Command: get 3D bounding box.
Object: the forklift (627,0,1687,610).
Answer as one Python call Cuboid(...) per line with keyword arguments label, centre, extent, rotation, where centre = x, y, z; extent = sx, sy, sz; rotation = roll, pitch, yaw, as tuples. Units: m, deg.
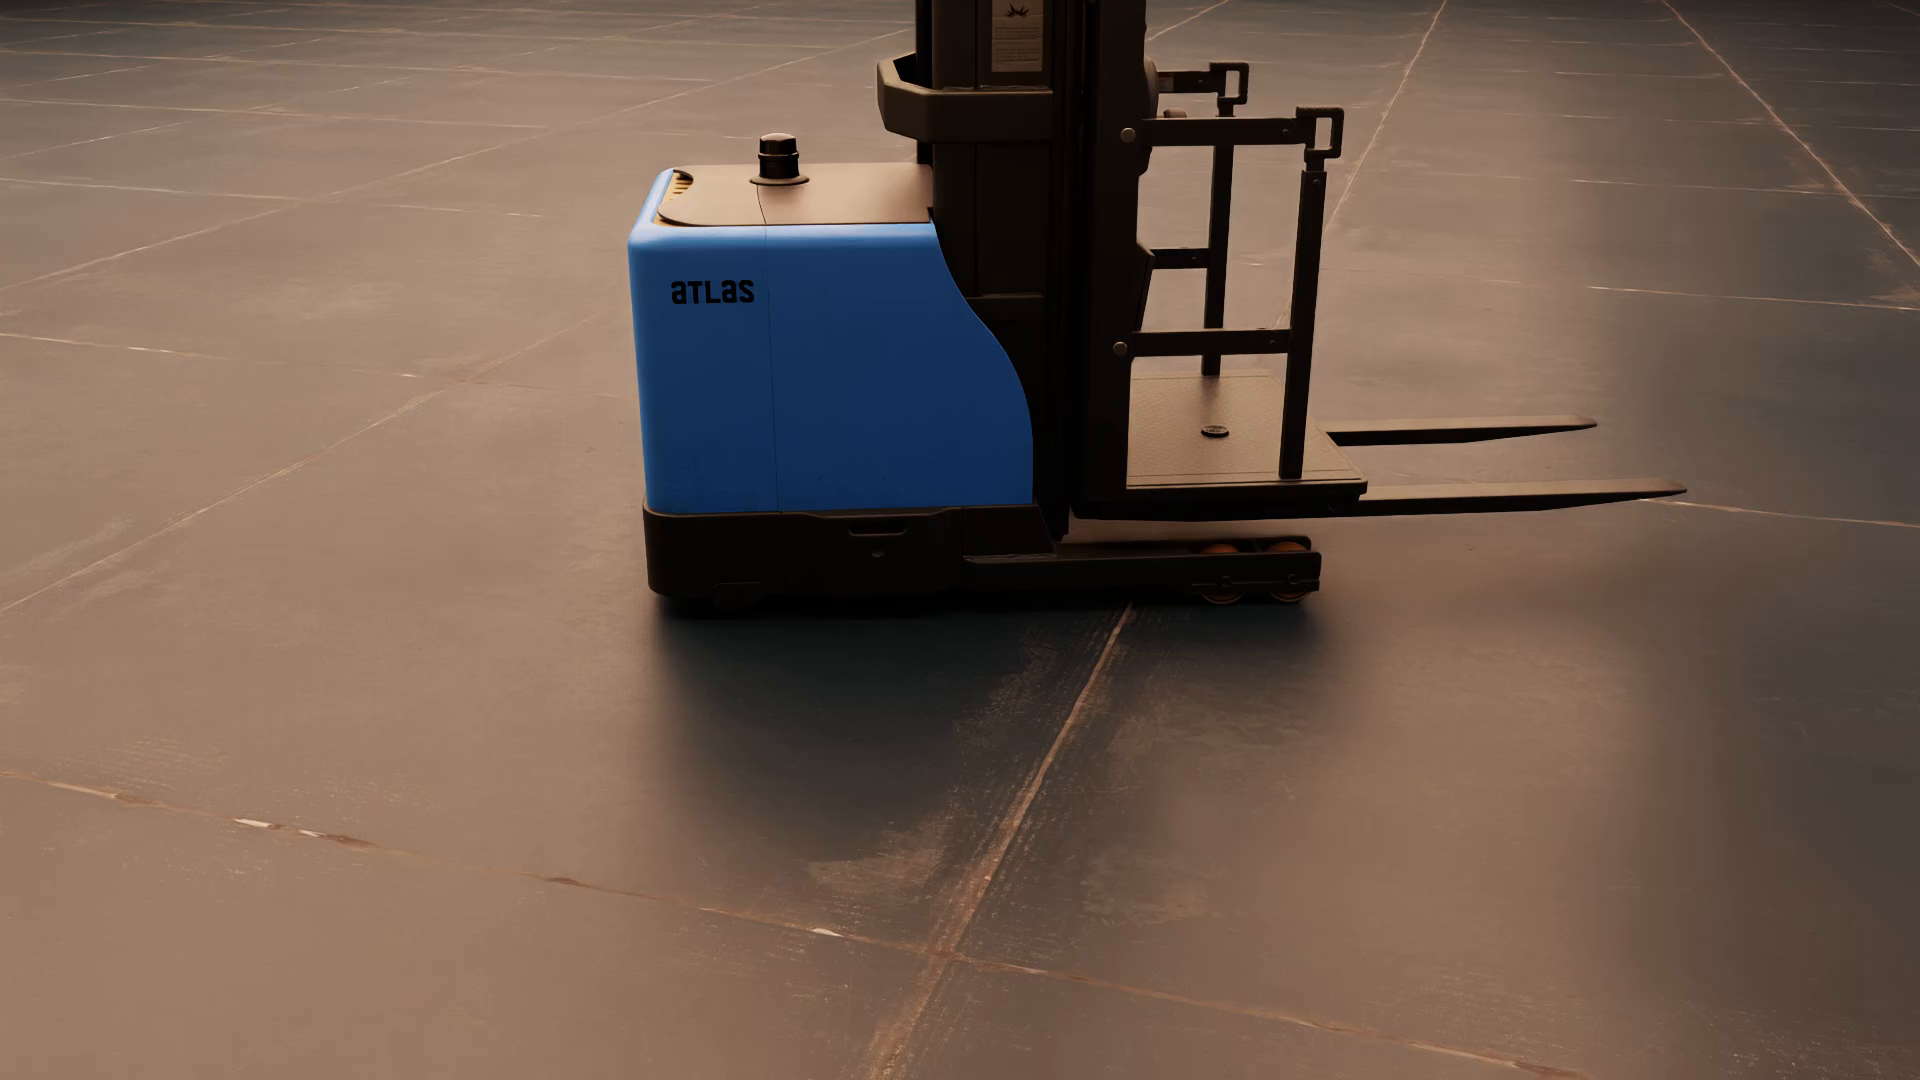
Cuboid(label="forklift", centre=(0.606, -1.374, 4.608), extent=(3.031, 2.935, 1.130), rotation=(-2, 23, -4))
